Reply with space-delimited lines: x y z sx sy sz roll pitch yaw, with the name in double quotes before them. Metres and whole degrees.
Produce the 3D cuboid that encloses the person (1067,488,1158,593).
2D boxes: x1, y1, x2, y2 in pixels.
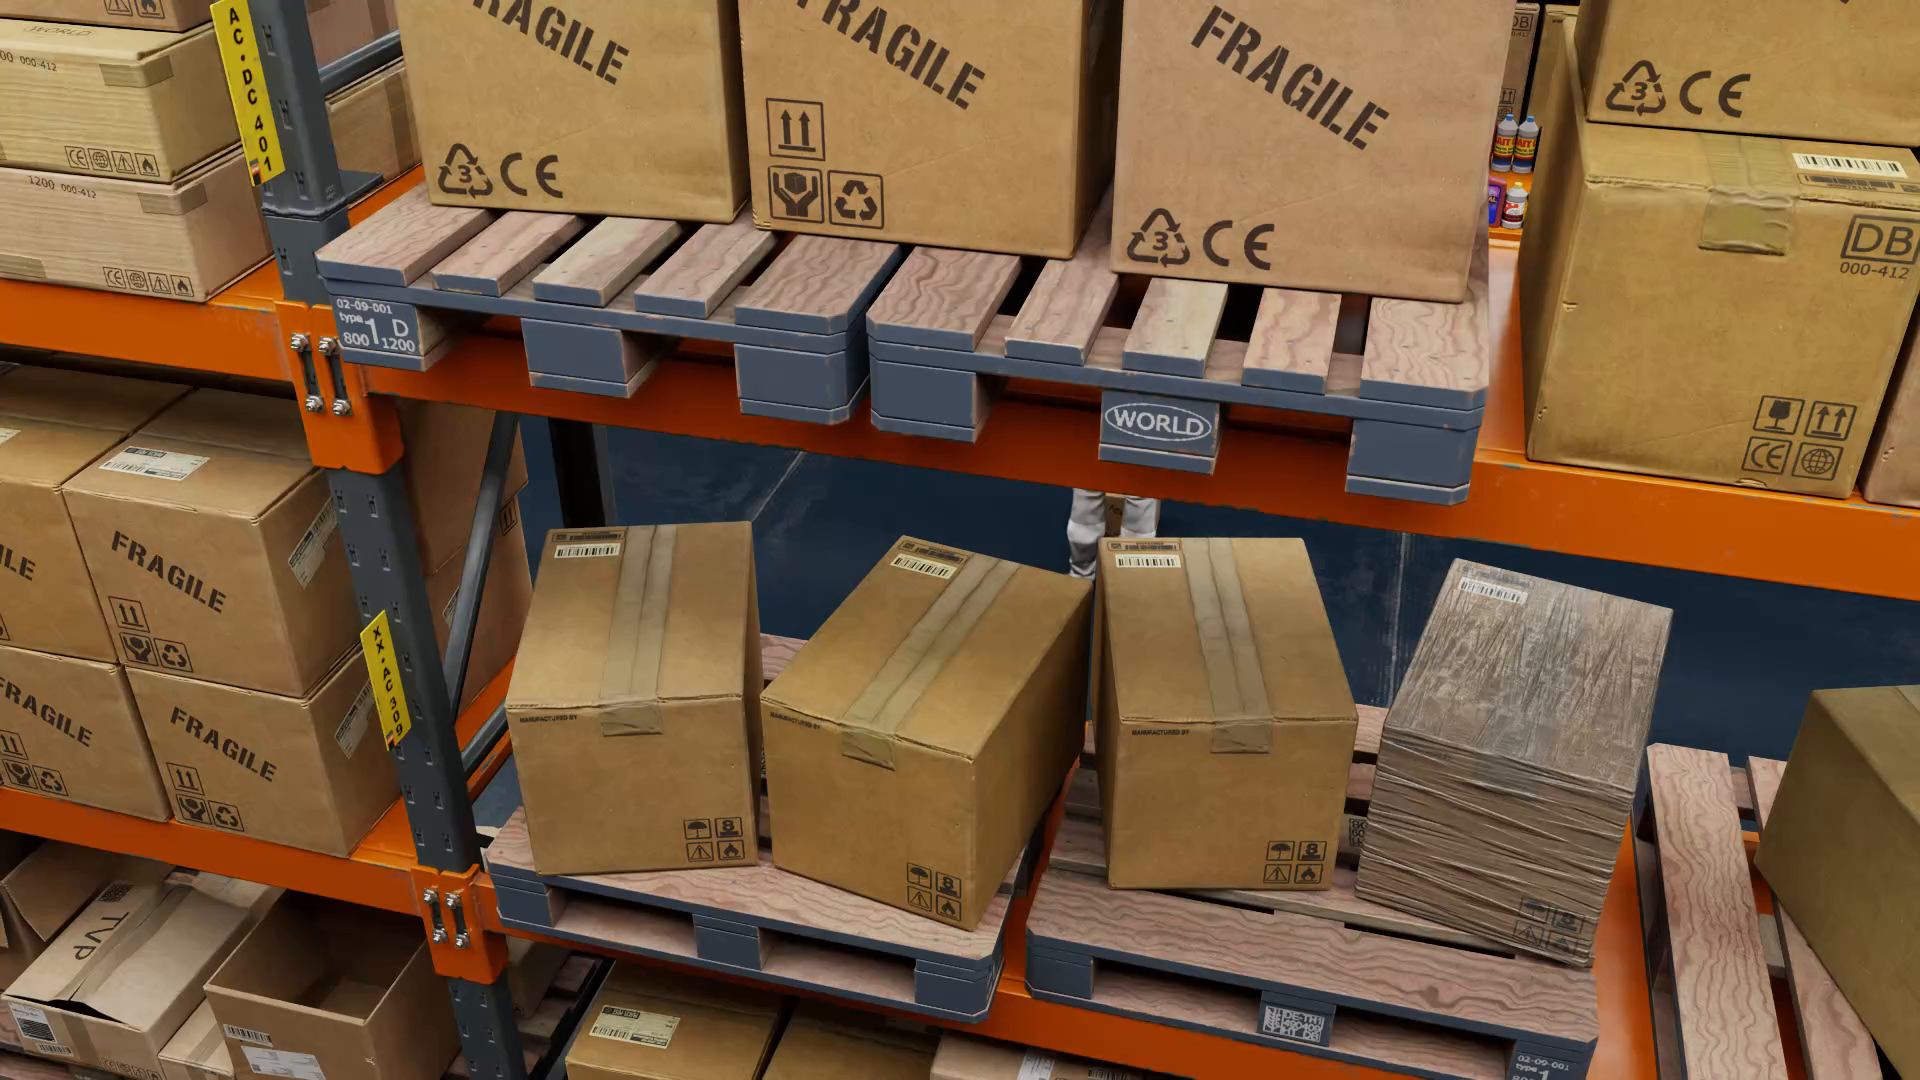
"person" 0.663 -0.549 6.983 0.525 1.784 0.338 9 34 13
